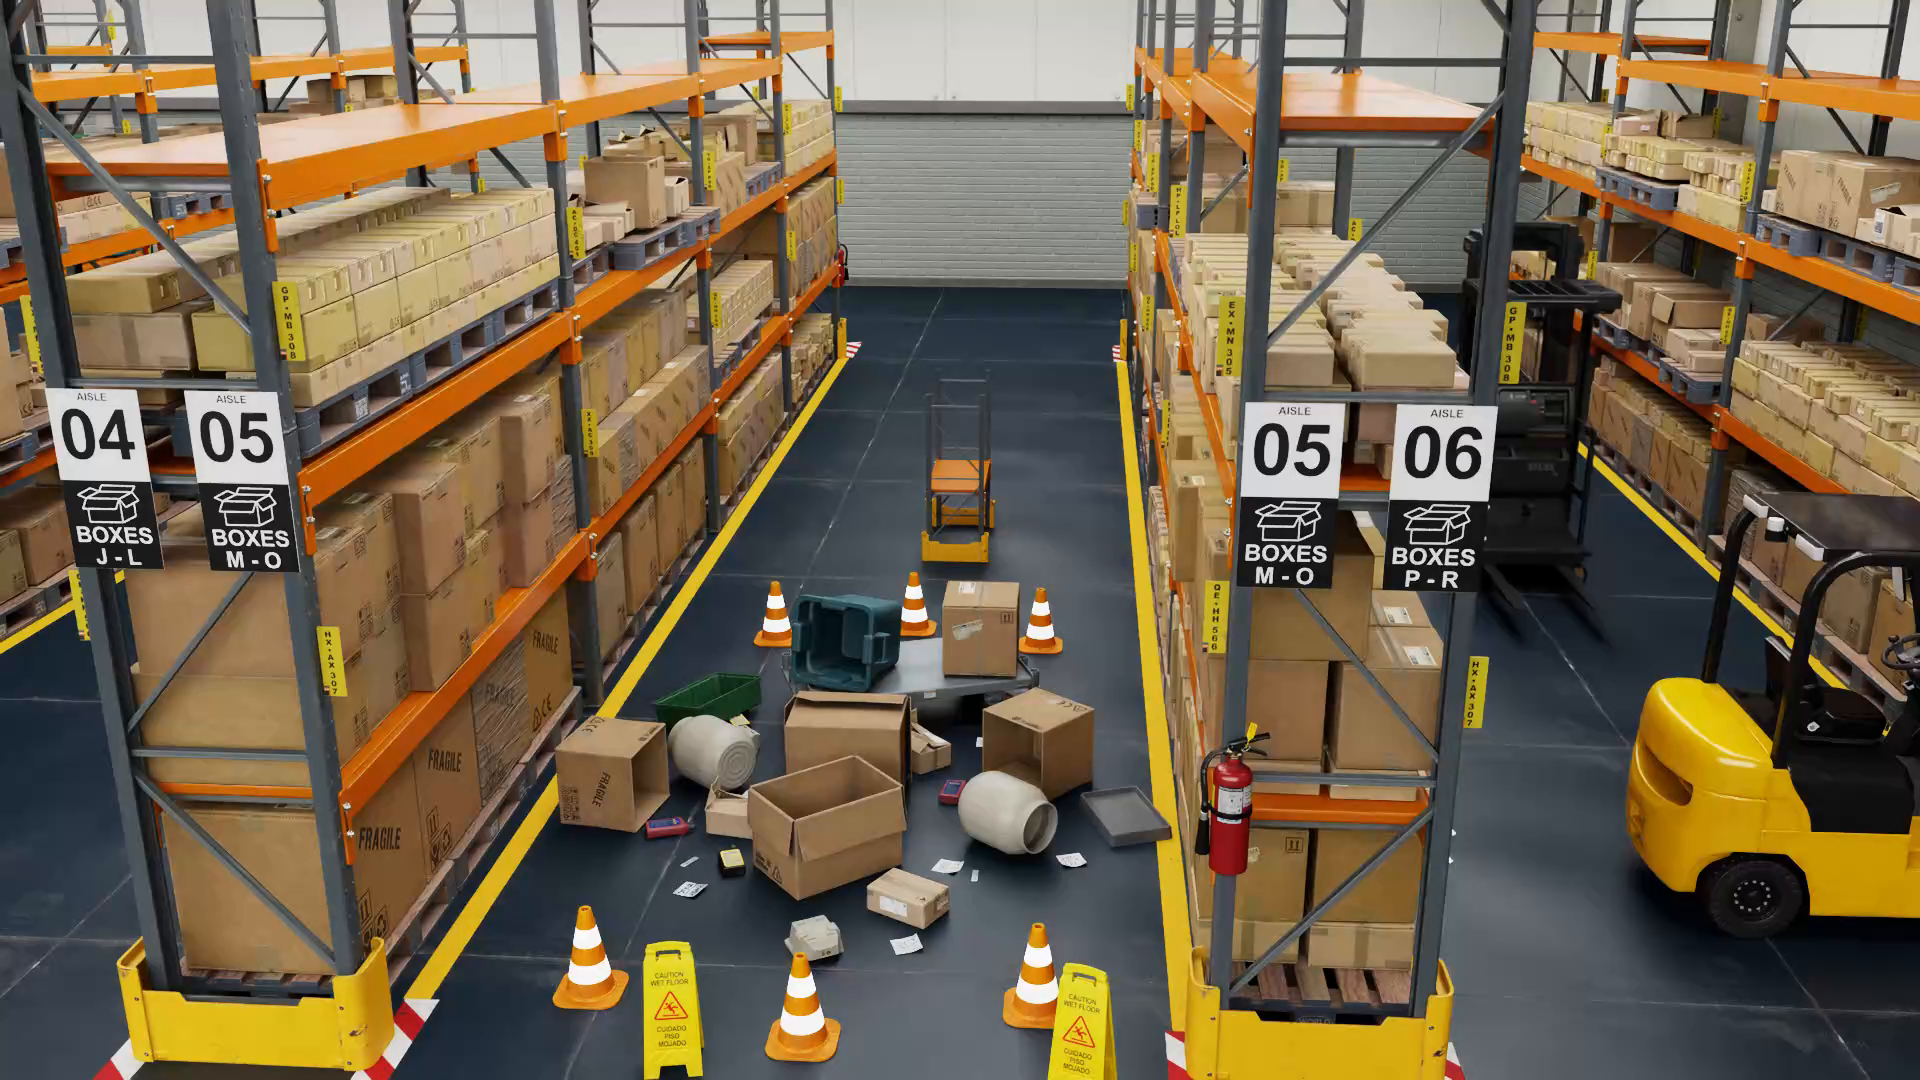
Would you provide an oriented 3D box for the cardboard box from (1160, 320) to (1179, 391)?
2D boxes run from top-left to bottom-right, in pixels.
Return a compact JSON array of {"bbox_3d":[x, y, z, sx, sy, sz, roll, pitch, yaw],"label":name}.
[{"bbox_3d":[1.919,-1.529,13.787,0.500,0.500,0.500,2,18,7],"label":"cardboard box"}]

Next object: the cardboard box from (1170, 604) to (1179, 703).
[{"bbox_3d":[1.614,0.733,10.733,0.500,0.500,0.500,2,18,7],"label":"cardboard box"}]

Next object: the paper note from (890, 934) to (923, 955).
[{"bbox_3d":[-0.279,2.120,8.730,0.148,0.019,0.142,-5,19,-15],"label":"paper note"}]

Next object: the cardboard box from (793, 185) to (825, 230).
[{"bbox_3d":[-2.008,-4.198,21.001,0.500,0.500,0.500,2,18,7],"label":"cardboard box"}]

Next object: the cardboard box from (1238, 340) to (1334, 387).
[{"bbox_3d":[1.369,-0.749,7.025,0.380,0.149,0.250,1,18,4],"label":"cardboard box"}]

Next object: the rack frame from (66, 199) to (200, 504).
[{"bbox_3d":[-7.672,-1.658,15.494,1.000,3.000,0.127,1,18,4],"label":"rack frame"}]

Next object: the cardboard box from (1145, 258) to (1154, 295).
[{"bbox_3d":[2.059,-2.440,16.113,0.500,0.500,0.500,1,18,4],"label":"cardboard box"}]

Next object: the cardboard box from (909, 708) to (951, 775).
[{"bbox_3d":[-0.273,1.309,10.827,0.258,0.266,0.396,-13,22,-34],"label":"cardboard box"}]

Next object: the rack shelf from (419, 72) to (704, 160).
[{"bbox_3d":[-2.875,-3.214,12.405,1.077,0.370,4.000,1,18,4],"label":"rack shelf"}]

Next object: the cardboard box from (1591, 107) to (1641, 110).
[{"bbox_3d":[7.919,-5.079,20.077,0.500,0.250,0.500,1,18,4],"label":"cardboard box"}]

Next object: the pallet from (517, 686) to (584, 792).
[{"bbox_3d":[-3.151,1.285,10.988,1.003,0.211,1.213,1,18,4],"label":"pallet"}]

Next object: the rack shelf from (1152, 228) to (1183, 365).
[{"bbox_3d":[2.069,-1.900,12.568,1.077,0.370,4.000,1,18,4],"label":"rack shelf"}]

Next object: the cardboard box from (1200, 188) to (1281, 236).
[{"bbox_3d":[1.840,-2.169,10.999,0.500,0.250,0.500,2,18,5],"label":"cardboard box"}]

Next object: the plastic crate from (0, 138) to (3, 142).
[{"bbox_3d":[-11.963,-4.754,20.335,0.497,0.269,0.590,1,18,4],"label":"plastic crate"}]

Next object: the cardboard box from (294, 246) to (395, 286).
[{"bbox_3d":[-2.908,-1.296,7.859,0.380,0.149,0.250,1,18,4],"label":"cardboard box"}]

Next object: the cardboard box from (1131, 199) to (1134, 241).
[{"bbox_3d":[2.408,-3.981,20.816,0.500,0.500,0.500,1,18,3],"label":"cardboard box"}]

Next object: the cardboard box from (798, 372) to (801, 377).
[{"bbox_3d":[-2.145,-1.950,20.289,0.380,0.149,0.250,1,18,3],"label":"cardboard box"}]

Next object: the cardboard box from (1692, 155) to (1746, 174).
[{"bbox_3d":[6.970,-3.451,15.269,0.380,0.149,0.250,1,18,3],"label":"cardboard box"}]

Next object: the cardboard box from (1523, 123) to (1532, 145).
[{"bbox_3d":[7.433,-5.176,21.175,0.500,0.250,0.500,1,18,3],"label":"cardboard box"}]

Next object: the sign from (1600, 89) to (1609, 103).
[{"bbox_3d":[8.289,-5.640,21.405,0.100,0.325,0.005,1,18,4],"label":"sign"}]

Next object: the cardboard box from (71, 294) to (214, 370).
[{"bbox_3d":[-3.549,-0.933,7.390,0.500,0.250,0.500,2,18,5],"label":"cardboard box"}]

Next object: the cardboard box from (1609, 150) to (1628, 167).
[{"bbox_3d":[6.979,-3.960,17.268,0.380,0.149,0.250,1,18,5],"label":"cardboard box"}]

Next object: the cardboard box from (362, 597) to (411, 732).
[{"bbox_3d":[-3.307,0.609,8.332,0.875,0.550,0.550,1,18,4],"label":"cardboard box"}]

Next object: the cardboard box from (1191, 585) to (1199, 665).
[{"bbox_3d":[1.483,0.373,8.656,0.500,0.500,0.500,1,18,4],"label":"cardboard box"}]

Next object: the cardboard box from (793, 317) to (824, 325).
[{"bbox_3d":[-2.019,-2.882,22.176,0.380,0.149,0.250,2,18,5],"label":"cardboard box"}]

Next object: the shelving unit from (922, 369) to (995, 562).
[{"bbox_3d":[-0.005,-0.689,14.944,0.587,1.500,1.083,1,18,4],"label":"shelving unit"}]

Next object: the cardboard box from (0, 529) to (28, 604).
[{"bbox_3d":[-7.840,0.225,13.055,0.700,0.500,0.500,1,18,4],"label":"cardboard box"}]

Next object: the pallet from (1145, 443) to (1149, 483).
[{"bbox_3d":[2.434,-0.733,17.149,1.003,0.211,1.213,1,18,4],"label":"pallet"}]

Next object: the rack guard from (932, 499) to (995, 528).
[{"bbox_3d":[0.030,-0.250,15.611,0.587,0.250,0.087,1,18,4],"label":"rack guard"}]

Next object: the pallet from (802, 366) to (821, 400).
[{"bbox_3d":[-2.348,-2.023,21.085,1.003,0.211,1.213,1,18,4],"label":"pallet"}]

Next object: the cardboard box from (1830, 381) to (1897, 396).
[{"bbox_3d":[6.843,-1.107,12.609,0.380,0.149,0.250,1,18,4],"label":"cardboard box"}]

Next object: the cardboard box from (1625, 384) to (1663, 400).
[{"bbox_3d":[7.203,-1.531,17.404,0.380,0.149,0.250,1,18,3],"label":"cardboard box"}]

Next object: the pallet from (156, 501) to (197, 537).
[{"bbox_3d":[-7.730,-0.091,15.188,1.003,0.211,1.213,1,18,4],"label":"pallet"}]

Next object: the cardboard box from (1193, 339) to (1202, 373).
[{"bbox_3d":[1.479,-1.011,9.105,0.380,0.149,0.250,1,18,3],"label":"cardboard box"}]

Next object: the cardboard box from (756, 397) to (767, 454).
[{"bbox_3d":[-2.325,-1.216,17.485,0.500,0.500,0.500,1,18,3],"label":"cardboard box"}]

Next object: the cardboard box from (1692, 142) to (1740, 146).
[{"bbox_3d":[7.467,-3.849,16.452,0.380,0.149,0.250,1,18,2],"label":"cardboard box"}]

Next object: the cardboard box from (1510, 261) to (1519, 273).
[{"bbox_3d":[7.440,-3.597,21.813,0.380,0.149,0.250,1,18,3],"label":"cardboard box"}]

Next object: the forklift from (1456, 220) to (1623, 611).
[{"bbox_3d":[4.739,-1.112,13.936,1.130,2.935,3.031,1,18,3],"label":"forklift"}]

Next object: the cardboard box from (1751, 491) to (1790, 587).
[{"bbox_3d":[7.066,-0.002,13.579,0.875,0.625,0.625,2,18,6],"label":"cardboard box"}]

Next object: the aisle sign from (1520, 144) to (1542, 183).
[{"bbox_3d":[7.449,-5.075,21.747,0.394,0.787,0.004,1,18,4],"label":"aisle sign"}]

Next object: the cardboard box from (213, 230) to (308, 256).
[{"bbox_3d":[-3.528,-1.471,8.392,0.380,0.149,0.250,1,18,3],"label":"cardboard box"}]

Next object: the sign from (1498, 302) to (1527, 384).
[{"bbox_3d":[2.180,-0.781,6.596,0.100,0.325,0.005,1,18,4],"label":"sign"}]

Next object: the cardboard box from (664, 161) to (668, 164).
[{"bbox_3d":[-2.945,-3.172,15.136,0.500,0.500,0.500,1,18,4],"label":"cardboard box"}]

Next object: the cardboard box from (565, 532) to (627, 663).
[{"bbox_3d":[-3.064,0.401,12.149,1.050,0.750,0.750,1,18,4],"label":"cardboard box"}]

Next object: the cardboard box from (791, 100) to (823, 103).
[{"bbox_3d":[-1.983,-5.598,21.496,0.380,0.149,0.250,2,18,5],"label":"cardboard box"}]

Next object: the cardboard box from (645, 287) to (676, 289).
[{"bbox_3d":[-3.059,-2.443,16.663,0.380,0.149,0.250,2,18,7],"label":"cardboard box"}]

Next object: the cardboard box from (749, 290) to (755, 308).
[{"bbox_3d":[-2.350,-2.528,17.398,0.380,0.149,0.250,0,18,1],"label":"cardboard box"}]

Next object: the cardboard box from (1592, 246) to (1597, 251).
[{"bbox_3d":[7.931,-3.573,21.101,0.500,0.250,0.500,1,18,4],"label":"cardboard box"}]

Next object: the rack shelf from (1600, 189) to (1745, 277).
[{"bbox_3d":[7.307,-3.032,16.025,1.077,0.370,4.000,1,18,4],"label":"rack shelf"}]

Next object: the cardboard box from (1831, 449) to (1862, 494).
[{"bbox_3d":[6.749,-0.486,12.157,0.500,0.250,0.500,1,18,4],"label":"cardboard box"}]

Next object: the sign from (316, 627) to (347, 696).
[{"bbox_3d":[-2.752,0.533,7.287,0.100,0.325,0.005,1,18,4],"label":"sign"}]

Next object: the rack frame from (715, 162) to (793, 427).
[{"bbox_3d":[-2.445,-2.759,18.852,1.000,3.000,0.127,1,18,4],"label":"rack frame"}]

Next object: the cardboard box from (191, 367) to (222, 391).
[{"bbox_3d":[-3.601,-0.774,7.546,0.380,0.149,0.250,1,18,4],"label":"cardboard box"}]

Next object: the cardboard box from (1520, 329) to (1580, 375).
[{"bbox_3d":[7.499,-2.371,21.010,0.700,0.500,0.500,2,18,6],"label":"cardboard box"}]

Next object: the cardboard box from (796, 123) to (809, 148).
[{"bbox_3d":[-2.081,-4.805,19.718,0.500,0.250,0.500,2,18,5],"label":"cardboard box"}]

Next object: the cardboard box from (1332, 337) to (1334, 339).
[{"bbox_3d":[1.999,-0.916,8.173,0.500,0.250,0.500,2,18,6],"label":"cardboard box"}]

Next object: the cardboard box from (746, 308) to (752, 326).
[{"bbox_3d":[-2.367,-2.306,17.201,0.380,0.149,0.250,2,18,6],"label":"cardboard box"}]

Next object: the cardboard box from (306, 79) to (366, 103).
[{"bbox_3d":[-7.311,-5.269,19.496,0.500,0.250,0.500,0,18,0],"label":"cardboard box"}]

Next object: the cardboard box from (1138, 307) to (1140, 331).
[{"bbox_3d":[2.169,-2.317,17.744,0.500,0.250,0.500,1,18,3],"label":"cardboard box"}]
